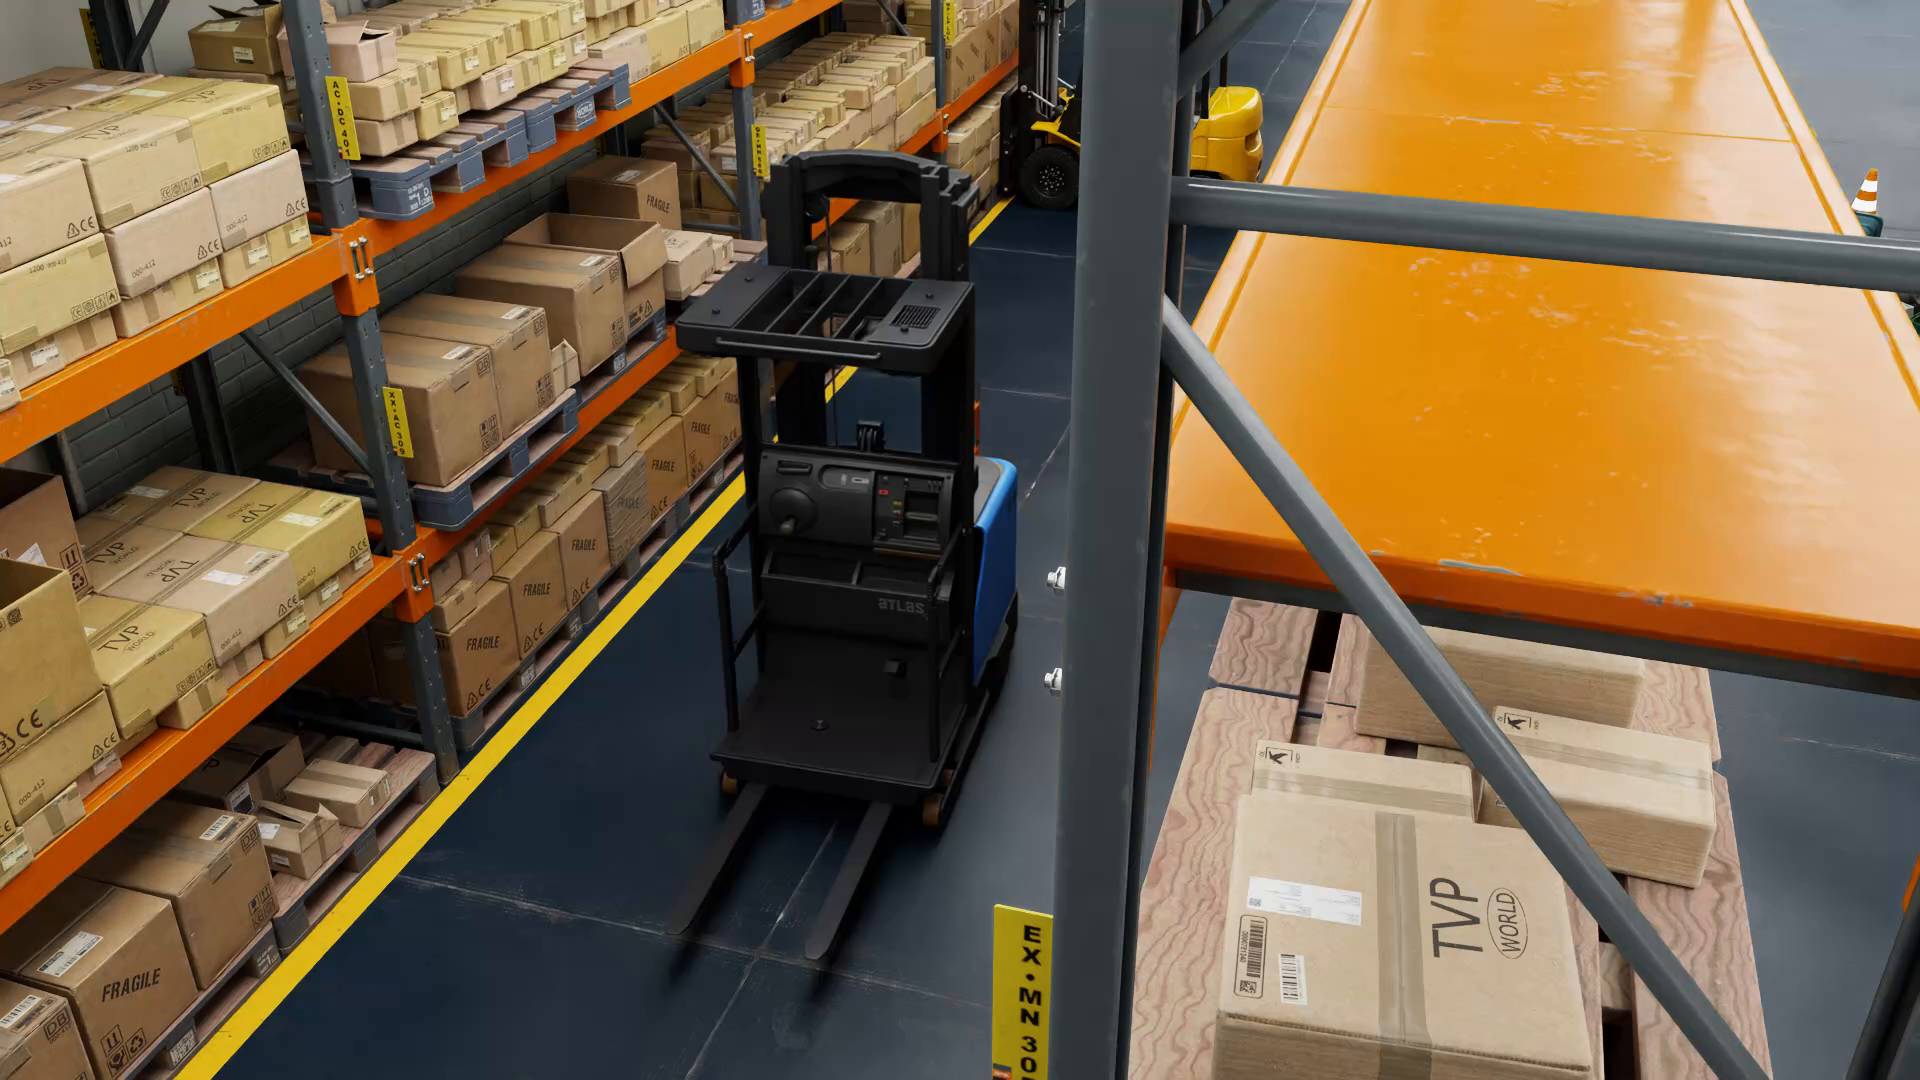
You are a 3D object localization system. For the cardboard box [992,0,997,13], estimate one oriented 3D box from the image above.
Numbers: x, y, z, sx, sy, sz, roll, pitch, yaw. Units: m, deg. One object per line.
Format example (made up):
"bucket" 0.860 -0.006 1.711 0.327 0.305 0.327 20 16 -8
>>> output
"cardboard box" 0.131 -4.951 15.330 0.380 0.149 0.250 8 30 13

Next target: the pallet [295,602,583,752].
"pallet" -2.763 0.630 8.935 1.003 0.211 1.213 8 30 15

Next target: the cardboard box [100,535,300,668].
"cardboard box" -3.015 0.237 6.622 0.500 0.250 0.500 9 30 15

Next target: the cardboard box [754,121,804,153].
"cardboard box" -1.288 -2.744 11.363 0.380 0.149 0.250 9 30 16

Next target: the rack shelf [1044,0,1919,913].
"rack shelf" 1.193 -0.702 3.441 1.077 0.370 4.000 8 30 15

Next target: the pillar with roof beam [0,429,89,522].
"pillar with roof beam" 0.084 -2.017 4.655 9.100 9.000 0.400 8 30 15

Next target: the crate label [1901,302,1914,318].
"crate label" 7.555 -1.845 13.461 0.298 0.136 0.250 -12 31 -20

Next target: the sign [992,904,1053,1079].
"sign" 0.092 0.613 2.182 0.100 0.325 0.005 8 30 15

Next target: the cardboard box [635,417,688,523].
"cardboard box" -2.018 -0.453 10.154 0.500 0.500 0.500 10 31 17

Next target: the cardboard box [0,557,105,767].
"cardboard box" -3.309 0.392 5.572 0.500 0.500 0.500 9 30 16

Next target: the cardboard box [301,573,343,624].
"cardboard box" -2.873 0.213 7.075 0.380 0.149 0.250 9 30 16

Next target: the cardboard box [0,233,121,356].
"cardboard box" -3.172 -0.841 5.474 0.500 0.250 0.500 9 30 16

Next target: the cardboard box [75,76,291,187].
"cardboard box" -2.884 -1.530 6.198 0.500 0.250 0.500 9 30 15

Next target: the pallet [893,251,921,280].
"pallet" -0.796 -2.356 14.304 1.003 0.211 1.213 8 30 15

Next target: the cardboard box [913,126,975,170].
"cardboard box" -0.175 -3.522 14.898 0.500 0.250 0.500 8 30 14

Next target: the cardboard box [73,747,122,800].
"cardboard box" -3.288 0.804 6.014 0.380 0.149 0.250 8 30 15

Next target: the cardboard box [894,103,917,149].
"cardboard box" -0.658 -3.351 13.378 0.500 0.250 0.500 8 30 15

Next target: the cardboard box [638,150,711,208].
"cardboard box" -1.925 -2.465 11.271 0.500 0.250 0.500 9 30 16

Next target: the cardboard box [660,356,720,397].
"cardboard box" -1.745 -1.042 10.544 0.380 0.149 0.250 7 30 12

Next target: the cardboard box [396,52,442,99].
"cardboard box" -2.448 -1.974 7.079 0.380 0.149 0.250 9 30 16

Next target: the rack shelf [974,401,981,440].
"rack shelf" -0.016 -0.673 9.852 0.215 0.259 0.240 8 30 15

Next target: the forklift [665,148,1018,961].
"forklift" -0.534 -0.131 7.506 1.130 2.935 3.031 7 30 12

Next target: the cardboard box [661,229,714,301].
"cardboard box" -1.792 -1.645 9.880 0.500 0.250 0.500 7 30 13

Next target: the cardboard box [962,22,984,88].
"cardboard box" -0.101 -4.380 14.970 0.500 0.500 0.500 9 30 16

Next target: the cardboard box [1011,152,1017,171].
"cardboard box" 0.279 -3.795 16.417 0.500 0.250 0.500 9 30 16

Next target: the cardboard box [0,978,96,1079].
"cardboard box" -3.581 1.900 5.923 0.700 0.500 0.500 10 31 17

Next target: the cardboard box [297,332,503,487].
"cardboard box" -2.610 -0.625 7.788 0.700 0.500 0.500 9 30 16

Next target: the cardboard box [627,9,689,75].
"cardboard box" -1.857 -2.802 9.306 0.500 0.250 0.500 9 30 15

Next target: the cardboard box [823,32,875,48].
"cardboard box" -0.926 -4.117 13.831 0.380 0.149 0.250 8 30 14

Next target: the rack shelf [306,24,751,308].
"rack shelf" -2.379 -2.131 8.685 1.077 0.370 4.000 8 30 15

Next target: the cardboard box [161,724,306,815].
"cardboard box" -3.385 1.060 7.628 0.500 0.311 0.500 10 30 17

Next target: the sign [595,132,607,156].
"sign" -2.323 -2.648 10.768 0.100 0.325 0.005 8 30 15

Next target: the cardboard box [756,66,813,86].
"cardboard box" -1.350 -3.532 12.779 0.380 0.149 0.250 8 30 14

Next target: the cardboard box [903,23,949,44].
"cardboard box" -0.272 -4.361 14.268 0.380 0.149 0.250 8 30 14

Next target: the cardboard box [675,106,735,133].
"cardboard box" -1.780 -2.944 11.722 0.380 0.149 0.250 8 30 14

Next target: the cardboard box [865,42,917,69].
"cardboard box" -0.564 -3.937 13.507 0.380 0.149 0.250 8 30 14

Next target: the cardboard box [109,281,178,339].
"cardboard box" -3.027 -0.846 5.894 0.380 0.149 0.250 8 30 15

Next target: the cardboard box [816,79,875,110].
"cardboard box" -0.856 -3.327 12.411 0.380 0.149 0.250 8 30 14

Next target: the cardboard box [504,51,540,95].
"cardboard box" -2.200 -2.190 7.775 0.380 0.149 0.250 8 30 14

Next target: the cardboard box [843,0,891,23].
"cardboard box" -0.813 -4.571 14.341 0.380 0.149 0.250 9 30 15

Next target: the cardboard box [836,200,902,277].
"cardboard box" -0.995 -2.465 13.641 0.875 0.625 0.625 8 30 14

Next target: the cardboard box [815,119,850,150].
"cardboard box" -1.109 -2.861 11.983 0.500 0.250 0.500 8 30 14

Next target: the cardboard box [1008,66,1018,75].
"cardboard box" 0.575 -4.704 17.023 0.500 0.250 0.500 9 30 16

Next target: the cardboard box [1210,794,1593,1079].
"cardboard box" 0.652 0.666 2.536 0.500 0.250 0.500 6 30 10

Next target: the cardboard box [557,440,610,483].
"cardboard box" -2.231 -0.454 9.487 0.380 0.149 0.250 9 30 15

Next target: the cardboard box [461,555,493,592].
"cardboard box" -2.599 0.152 8.399 0.380 0.149 0.250 8 30 13

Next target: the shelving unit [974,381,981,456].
"shelving unit" -0.016 -0.434 9.985 0.215 1.050 0.252 8 30 15

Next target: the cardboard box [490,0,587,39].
"cardboard box" -2.063 -2.564 8.140 0.380 0.149 0.250 9 30 15

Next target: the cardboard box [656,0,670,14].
"cardboard box" -1.862 -3.048 9.338 0.380 0.149 0.250 9 30 16

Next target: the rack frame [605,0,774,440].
"rack frame" -1.792 -2.064 10.910 1.000 3.000 0.127 8 30 15

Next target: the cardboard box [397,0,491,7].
"cardboard box" -2.562 -2.639 8.276 0.380 0.149 0.250 9 30 16

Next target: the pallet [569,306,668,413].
"pallet" -2.358 -1.076 9.331 1.003 0.211 1.213 8 30 15

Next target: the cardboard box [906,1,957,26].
"cardboard box" -0.240 -4.486 14.187 0.380 0.149 0.250 9 30 16
